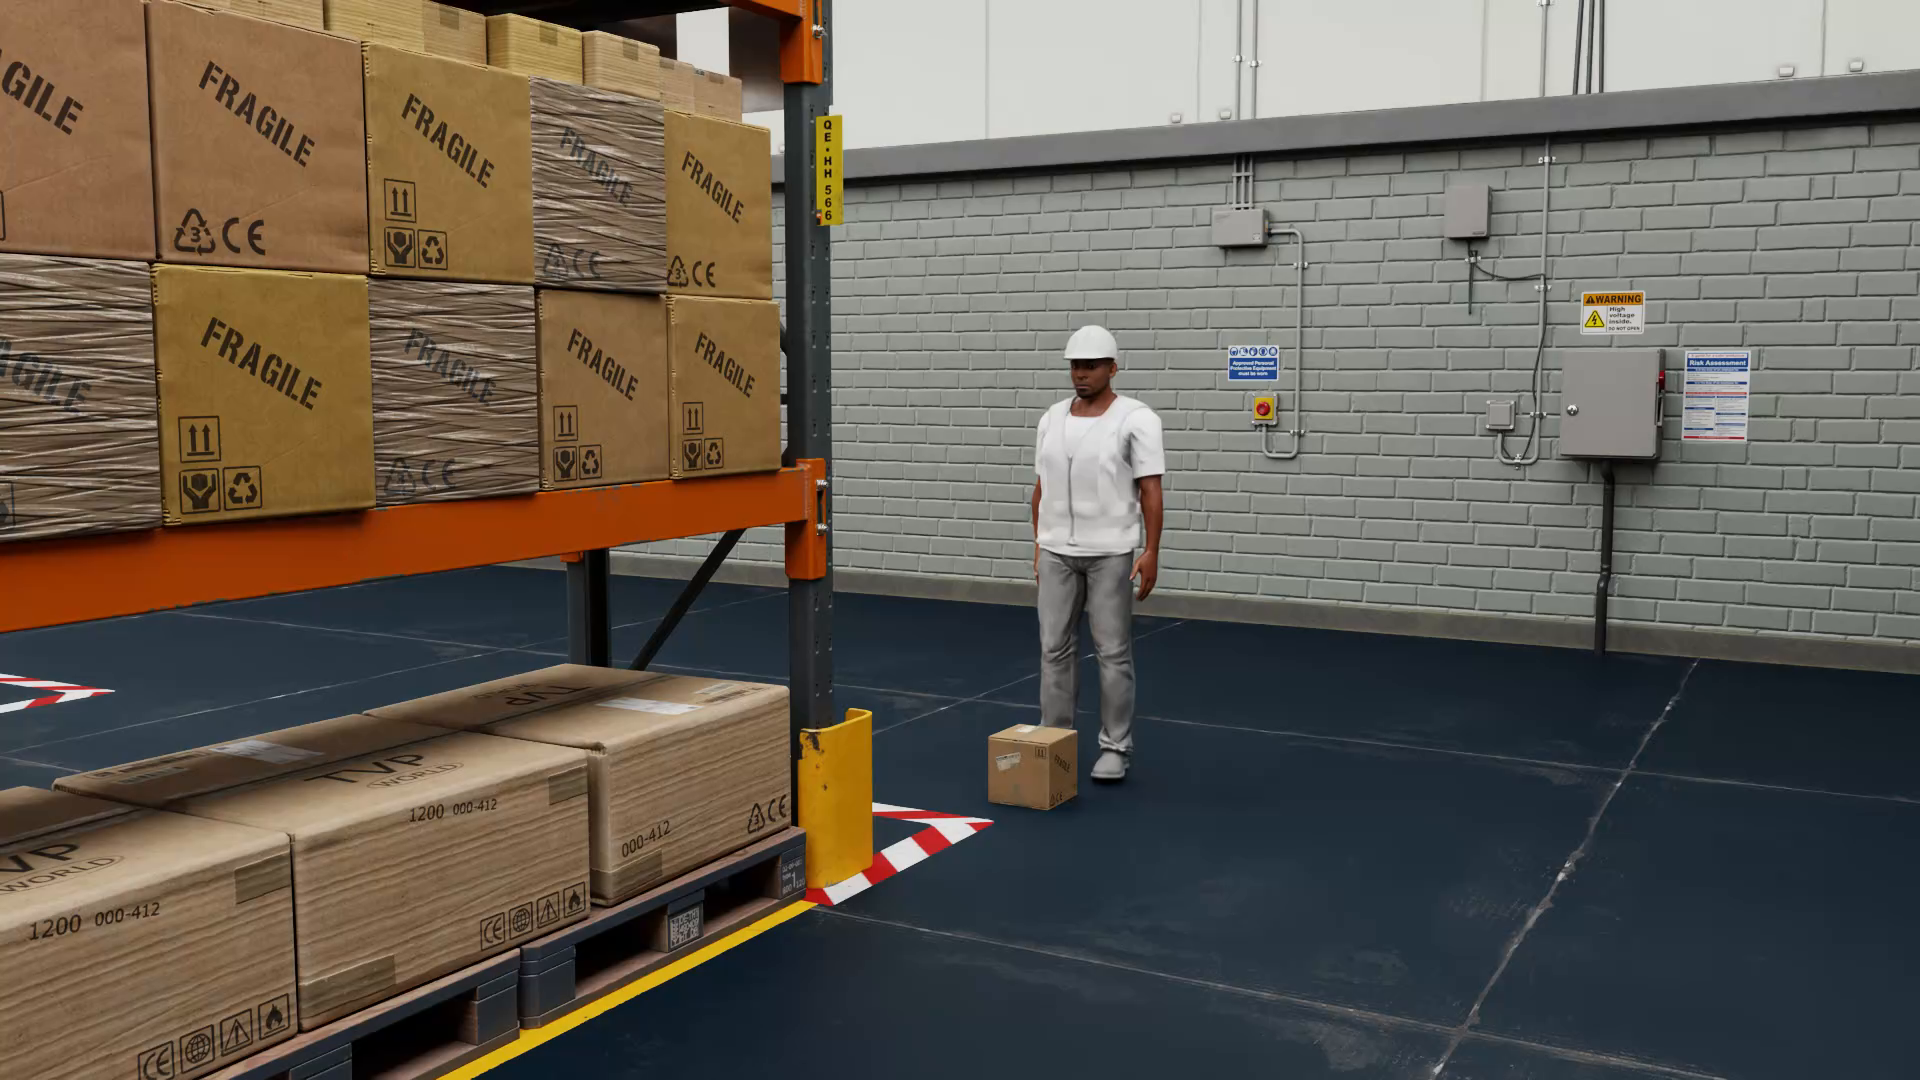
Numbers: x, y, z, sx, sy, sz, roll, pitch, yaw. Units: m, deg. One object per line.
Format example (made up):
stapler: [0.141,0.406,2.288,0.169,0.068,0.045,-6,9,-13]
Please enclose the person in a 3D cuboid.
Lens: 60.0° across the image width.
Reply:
person: [0.506,0.055,6.517,0.582,1.779,0.419,3,7,30]
